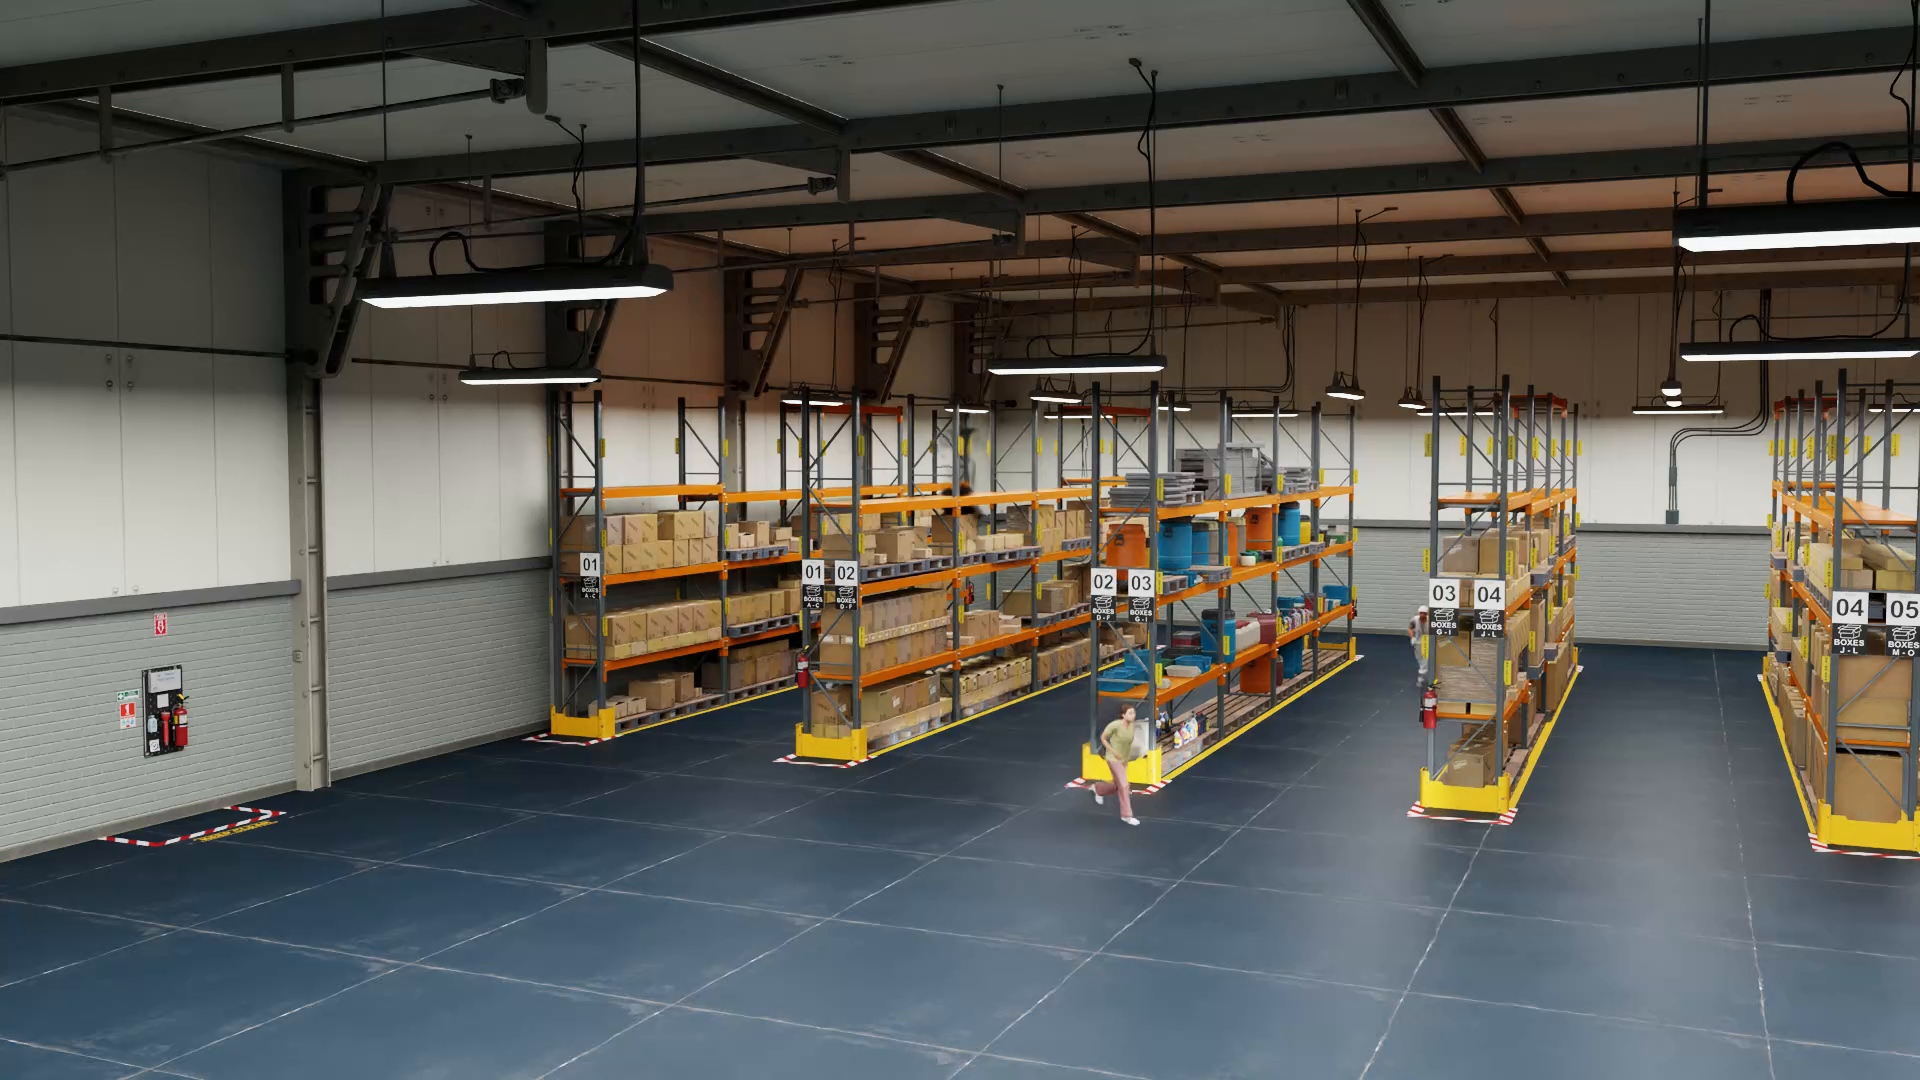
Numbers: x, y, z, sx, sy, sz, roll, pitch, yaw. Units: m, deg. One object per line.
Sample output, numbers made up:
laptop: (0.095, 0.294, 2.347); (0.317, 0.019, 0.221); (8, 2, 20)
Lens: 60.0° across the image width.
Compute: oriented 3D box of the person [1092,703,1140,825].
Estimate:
person: (2.062, 2.971, 22.391); (0.565, 1.620, 0.888); (-2, 4, -34)

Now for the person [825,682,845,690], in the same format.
person: (-2.236, 2.510, 30.455); (0.499, 1.710, 0.841); (1, 3, 17)

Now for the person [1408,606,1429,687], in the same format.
person: (9.822, 2.224, 35.167); (0.668, 1.731, 0.988); (1, 3, 18)
